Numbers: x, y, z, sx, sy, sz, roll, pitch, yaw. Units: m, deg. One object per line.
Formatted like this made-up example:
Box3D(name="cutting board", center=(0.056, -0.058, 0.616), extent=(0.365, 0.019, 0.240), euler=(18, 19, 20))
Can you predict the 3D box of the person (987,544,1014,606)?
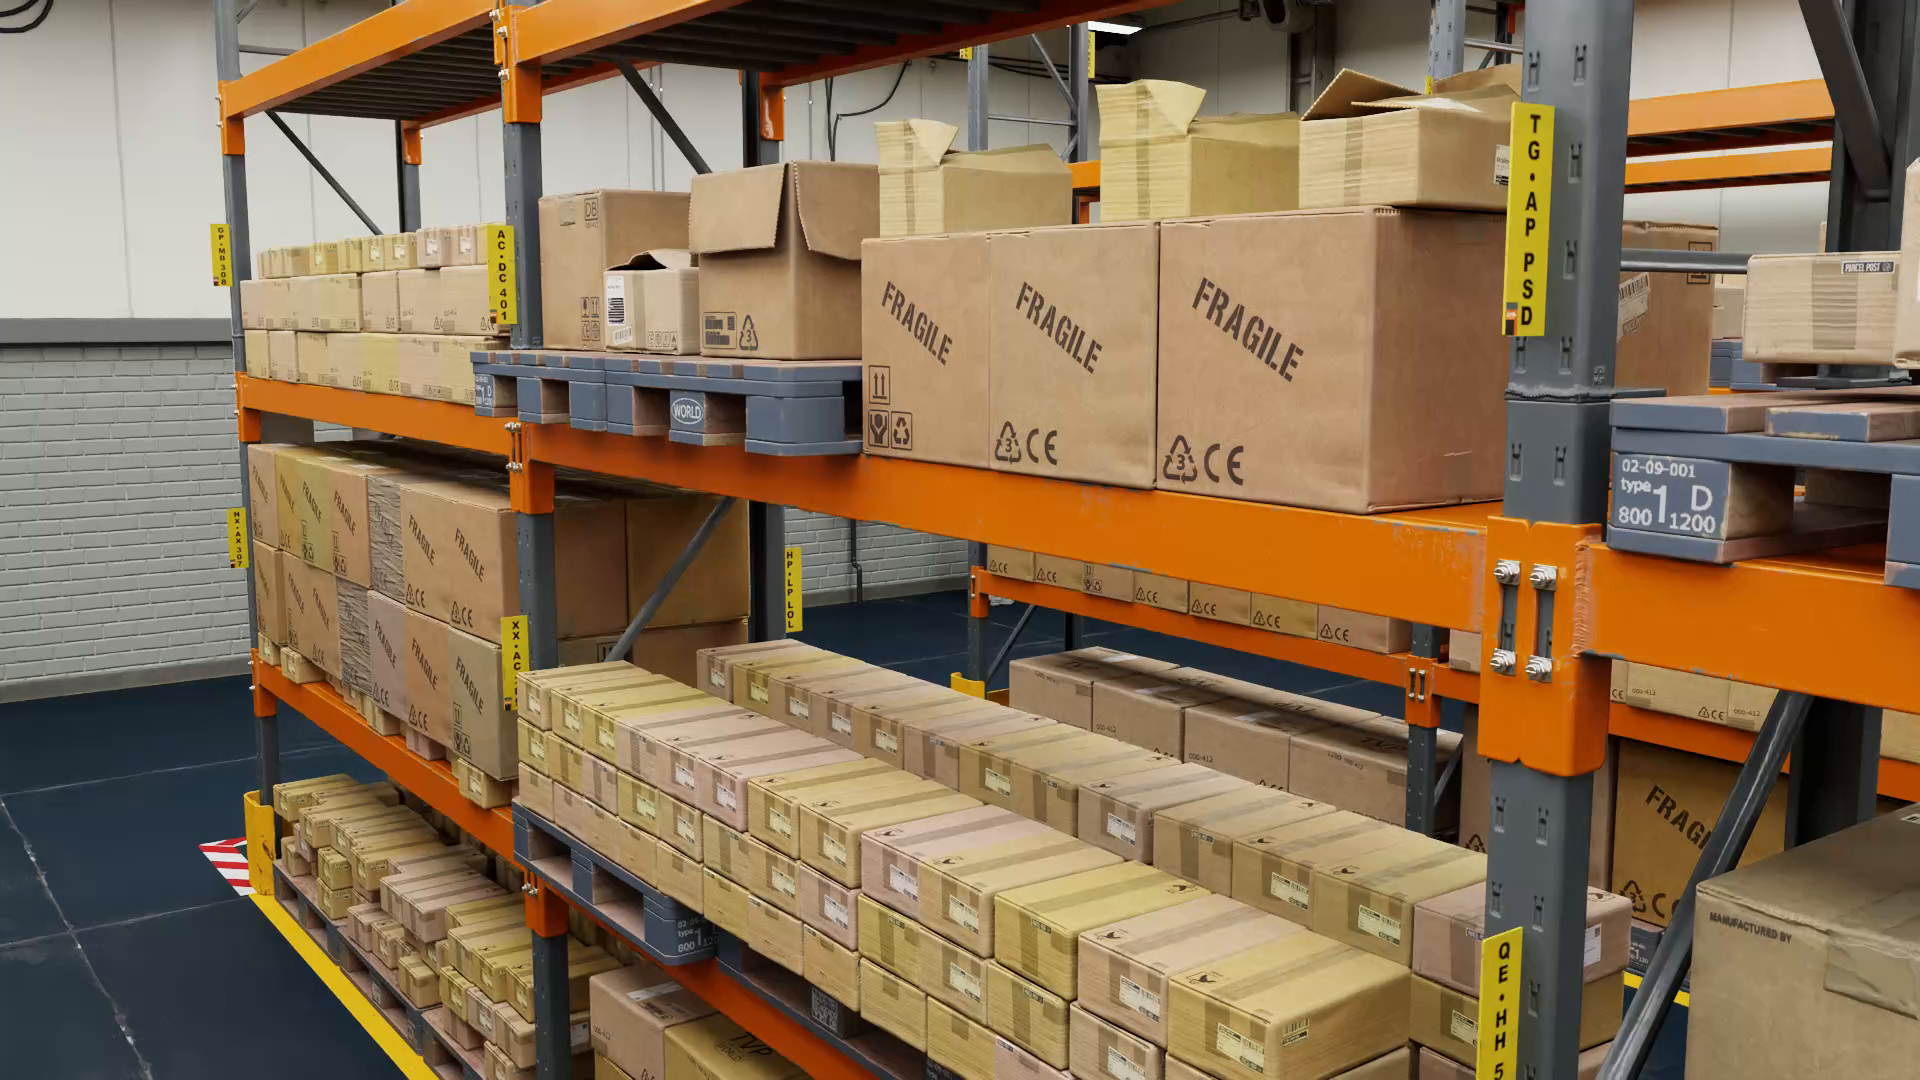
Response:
Box3D(name="person", center=(0.413, -0.187, 18.110), extent=(0.585, 1.760, 0.504), euler=(-5, 9, -35))
